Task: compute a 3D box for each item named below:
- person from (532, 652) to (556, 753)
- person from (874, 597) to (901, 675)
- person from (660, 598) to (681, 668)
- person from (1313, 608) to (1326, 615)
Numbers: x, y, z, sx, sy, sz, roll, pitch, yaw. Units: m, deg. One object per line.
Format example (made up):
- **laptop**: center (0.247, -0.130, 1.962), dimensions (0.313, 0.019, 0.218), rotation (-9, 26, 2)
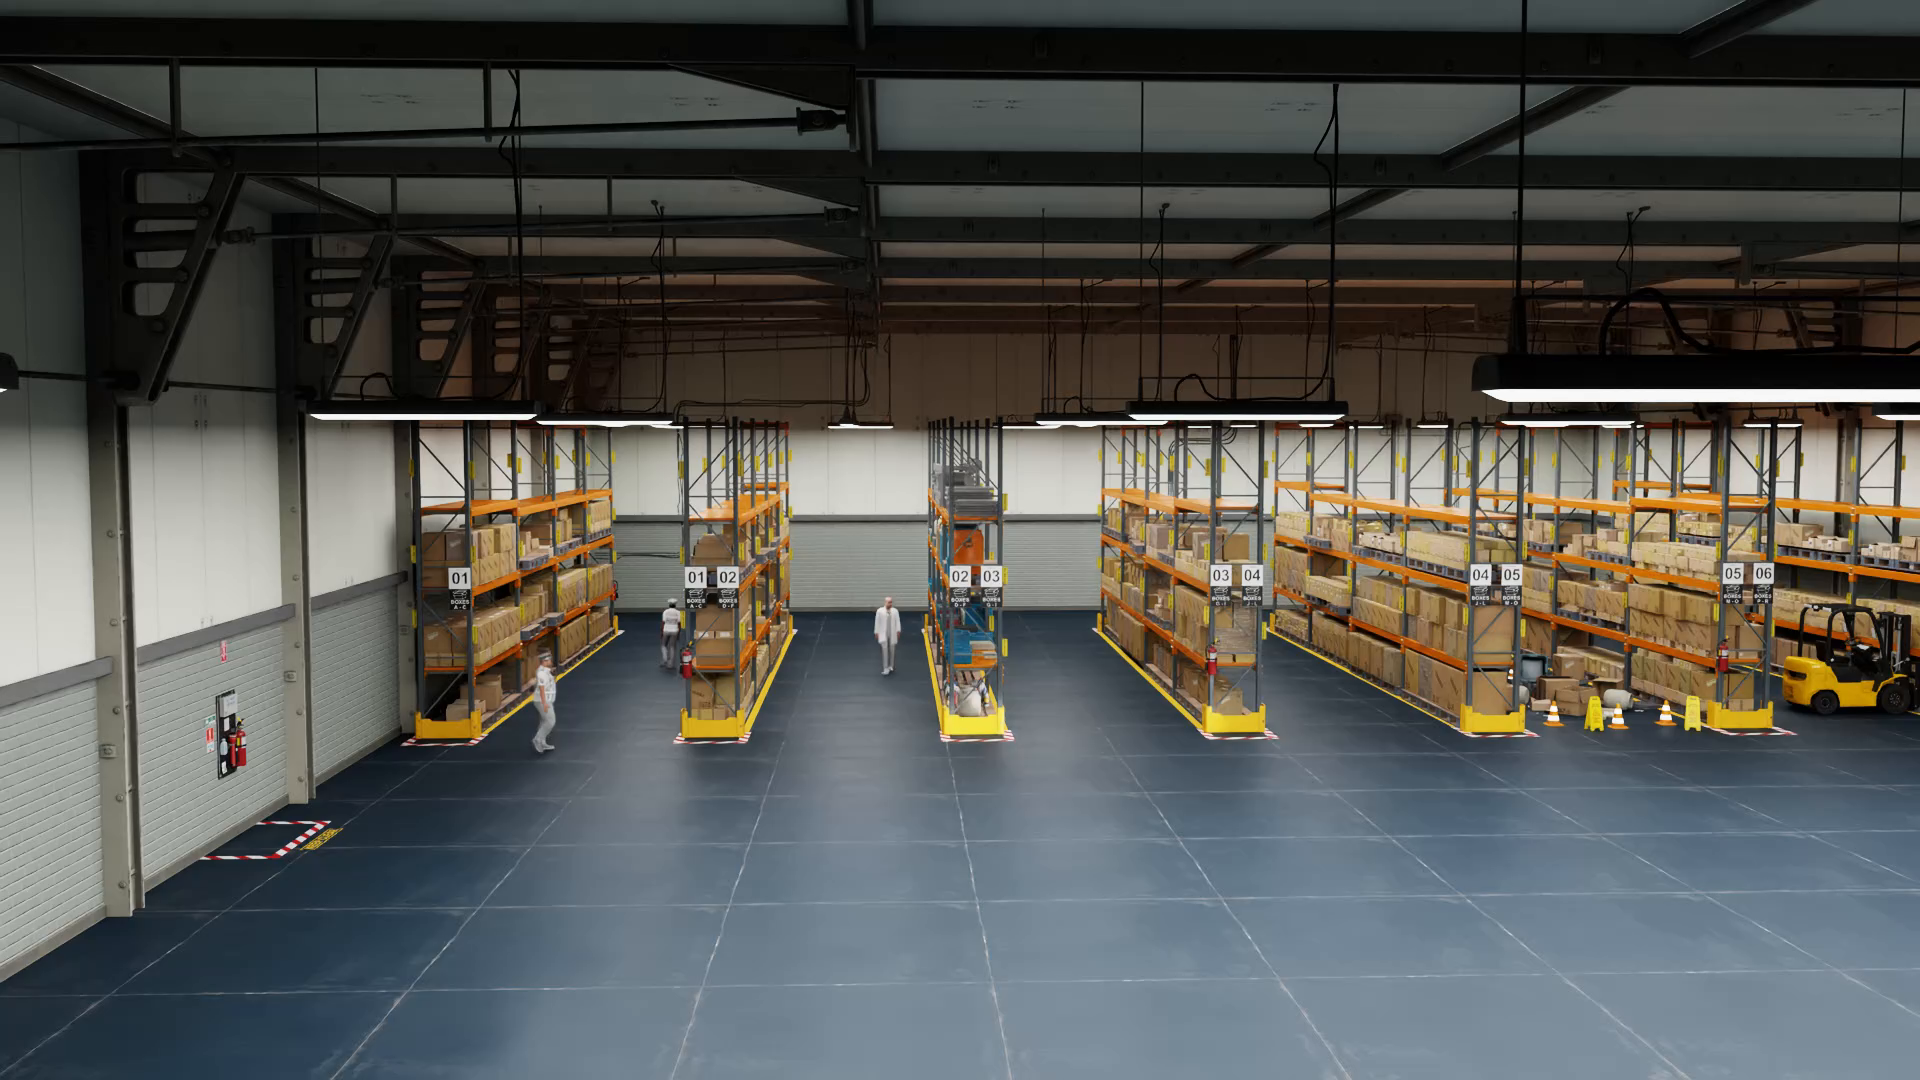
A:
- **person**: center (-7.420, 2.894, 29.747), dimensions (0.435, 1.787, 0.560), rotation (0, 4, -1)
- **person**: center (-1.693, 2.273, 39.554), dimensions (0.620, 1.794, 0.793), rotation (-1, 4, -15)
- **person**: center (-7.002, 2.257, 40.190), dimensions (0.529, 1.675, 0.414), rotation (-1, 4, -9)
- **person**: center (10.629, 1.679, 49.028), dimensions (0.497, 1.653, 0.504), rotation (-1, 4, -8)
